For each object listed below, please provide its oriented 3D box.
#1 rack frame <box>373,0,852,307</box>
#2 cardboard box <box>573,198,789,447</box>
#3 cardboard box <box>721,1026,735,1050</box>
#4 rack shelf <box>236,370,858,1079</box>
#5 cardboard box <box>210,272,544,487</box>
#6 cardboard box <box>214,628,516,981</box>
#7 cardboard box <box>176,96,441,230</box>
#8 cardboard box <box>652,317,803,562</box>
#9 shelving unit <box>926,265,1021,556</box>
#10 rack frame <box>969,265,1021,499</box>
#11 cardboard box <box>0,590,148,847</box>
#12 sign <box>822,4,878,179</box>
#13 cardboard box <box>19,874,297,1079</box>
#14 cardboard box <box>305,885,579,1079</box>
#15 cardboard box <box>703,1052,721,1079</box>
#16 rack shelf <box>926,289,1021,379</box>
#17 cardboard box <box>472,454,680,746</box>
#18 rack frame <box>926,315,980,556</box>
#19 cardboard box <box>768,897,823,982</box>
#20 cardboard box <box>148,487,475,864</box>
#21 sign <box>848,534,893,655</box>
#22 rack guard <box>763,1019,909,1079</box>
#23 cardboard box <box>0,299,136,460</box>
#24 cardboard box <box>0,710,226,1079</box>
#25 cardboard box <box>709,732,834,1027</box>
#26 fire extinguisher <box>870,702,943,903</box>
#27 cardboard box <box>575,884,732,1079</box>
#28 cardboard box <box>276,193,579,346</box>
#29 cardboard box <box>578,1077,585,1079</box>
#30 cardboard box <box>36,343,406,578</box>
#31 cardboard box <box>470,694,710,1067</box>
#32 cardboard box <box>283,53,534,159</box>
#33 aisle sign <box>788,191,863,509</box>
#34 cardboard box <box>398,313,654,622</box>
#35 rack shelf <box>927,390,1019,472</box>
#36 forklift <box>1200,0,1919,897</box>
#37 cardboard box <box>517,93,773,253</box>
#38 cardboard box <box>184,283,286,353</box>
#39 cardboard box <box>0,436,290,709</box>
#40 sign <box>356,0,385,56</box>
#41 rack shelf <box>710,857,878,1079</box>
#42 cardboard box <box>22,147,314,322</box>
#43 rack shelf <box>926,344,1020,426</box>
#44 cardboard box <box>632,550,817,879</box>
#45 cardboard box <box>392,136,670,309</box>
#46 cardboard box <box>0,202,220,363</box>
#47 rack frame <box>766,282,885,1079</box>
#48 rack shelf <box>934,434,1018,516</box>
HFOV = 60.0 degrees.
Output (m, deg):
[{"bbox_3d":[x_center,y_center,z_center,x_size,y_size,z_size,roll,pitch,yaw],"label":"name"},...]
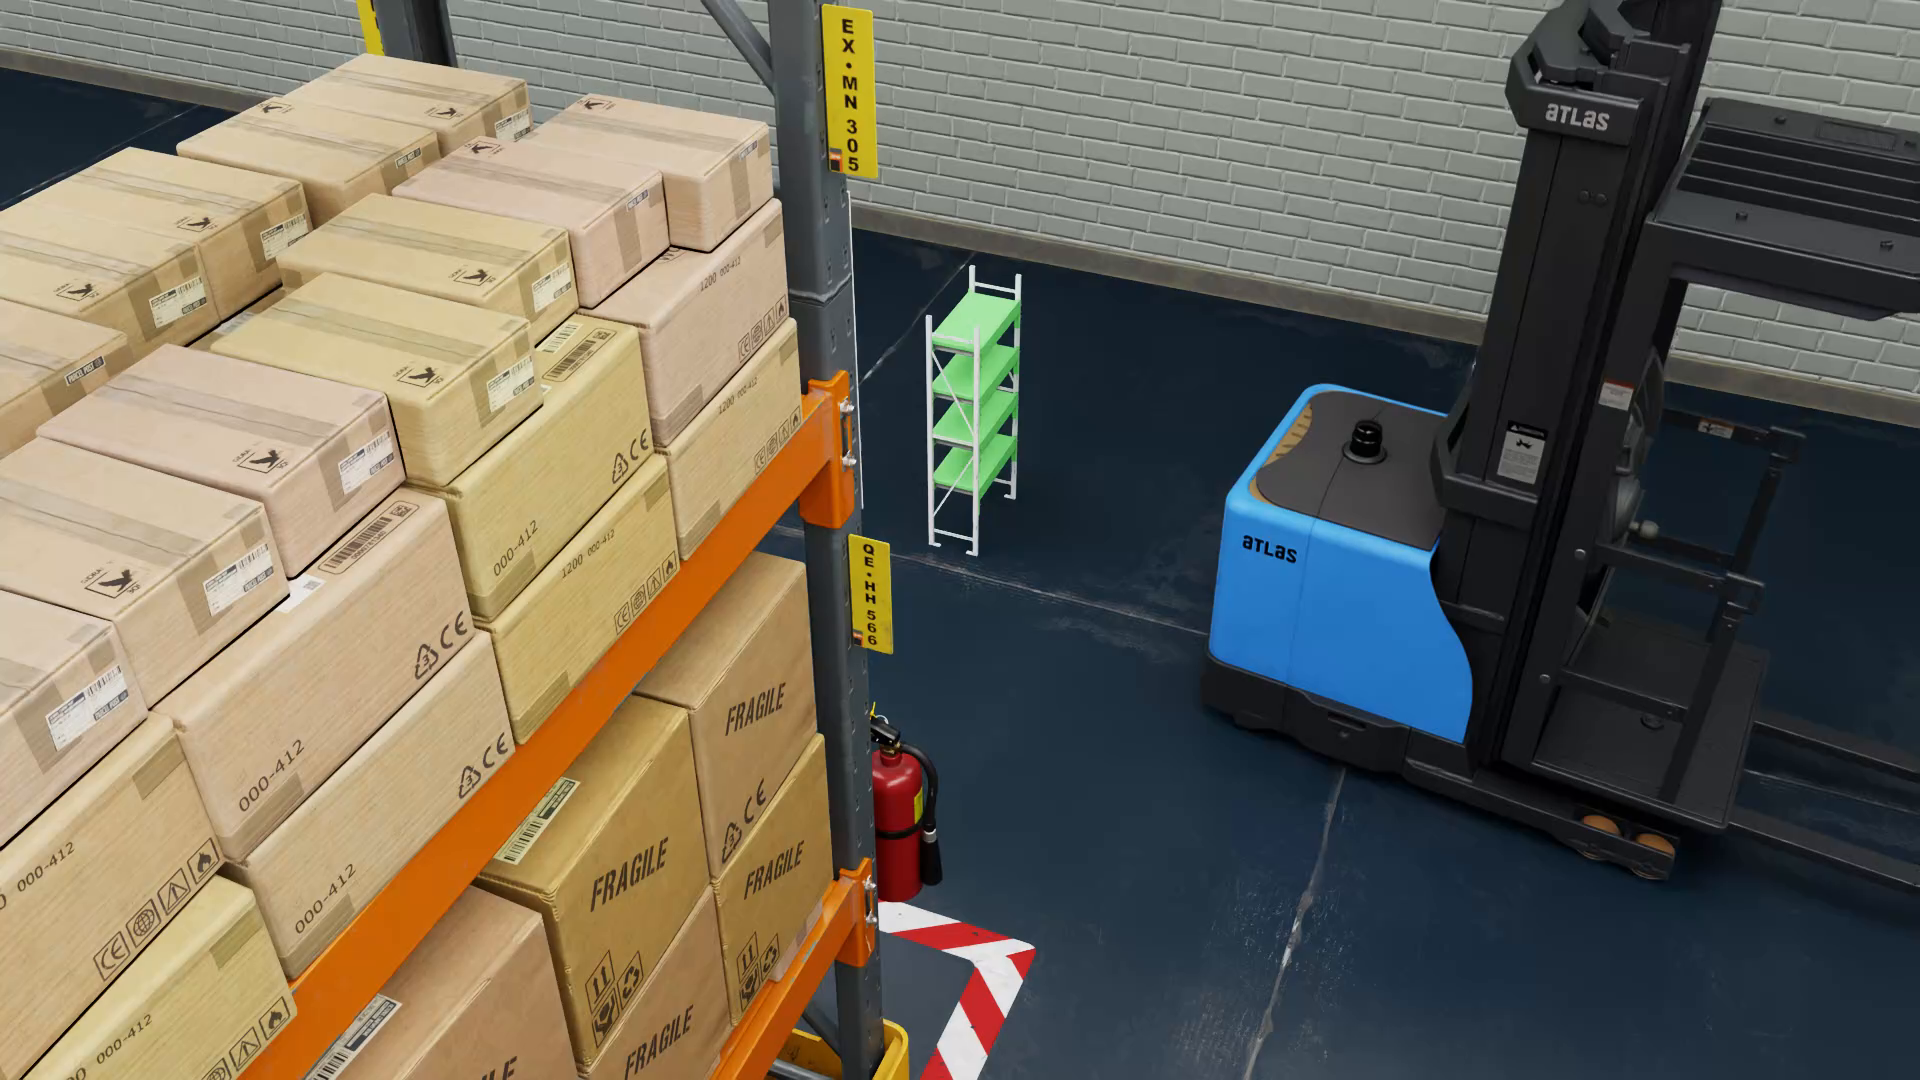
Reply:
[{"bbox_3d":[-0.711,-1.822,2.671,1.000,3.000,0.127,14,39,18],"label":"rack frame"},{"bbox_3d":[-0.651,-0.447,3.045,0.500,0.250,0.500,13,39,16],"label":"cardboard box"},{"bbox_3d":[-0.703,1.056,4.042,0.380,0.149,0.250,14,39,18],"label":"cardboard box"},{"bbox_3d":[-1.472,0.775,2.303,1.077,0.370,4.000,14,39,18],"label":"rack shelf"},{"bbox_3d":[-0.847,-0.242,2.437,0.380,0.149,0.250,14,39,18],"label":"cardboard box"},{"bbox_3d":[-1.028,0.308,2.453,0.500,0.250,0.500,16,39,20],"label":"cardboard box"},{"bbox_3d":[-1.158,-0.656,2.991,0.380,0.149,0.250,15,39,20],"label":"cardboard box"},{"bbox_3d":[-0.639,-0.248,3.196,0.500,0.250,0.500,13,39,17],"label":"cardboard box"},{"bbox_3d":[0.063,-0.572,7.513,0.258,1.200,0.503,14,39,18],"label":"shelving unit"},{"bbox_3d":[0.156,-0.707,7.694,0.240,1.200,0.015,14,39,18],"label":"rack frame"},{"bbox_3d":[-1.172,0.178,1.876,0.380,0.149,0.250,13,39,16],"label":"cardboard box"},{"bbox_3d":[-0.205,-0.837,3.120,0.100,0.325,0.005,14,39,18],"label":"sign"},{"bbox_3d":[-1.212,0.606,2.053,0.500,0.250,0.500,16,40,20],"label":"cardboard box"},{"bbox_3d":[-1.037,0.902,2.871,0.500,0.500,0.500,16,40,20],"label":"cardboard box"},{"bbox_3d":[-0.784,1.198,3.851,0.380,0.149,0.250,13,39,17],"label":"cardboard box"},{"bbox_3d":[0.063,-0.906,7.264,0.258,0.148,0.480,14,39,18],"label":"rack shelf"},{"bbox_3d":[-0.827,0.036,2.816,0.500,0.250,0.500,14,39,18],"label":"cardboard box"},{"bbox_3d":[-0.030,-0.437,7.333,0.240,1.200,0.015,14,39,18],"label":"rack frame"},{"bbox_3d":[-0.574,0.927,4.215,0.380,0.149,0.250,14,39,18],"label":"cardboard box"},{"bbox_3d":[-1.042,0.119,2.288,0.500,0.250,0.500,14,39,18],"label":"cardboard box"},{"bbox_3d":[-0.205,0.128,3.842,0.100,0.325,0.005,14,39,18],"label":"sign"},{"bbox_3d":[-0.740,1.624,5.159,1.175,0.500,0.348,14,39,18],"label":"rack guard"},{"bbox_3d":[-1.423,-0.221,2.409,0.380,0.149,0.250,15,39,19],"label":"cardboard box"},{"bbox_3d":[-1.245,0.396,1.917,0.500,0.250,0.500,12,38,16],"label":"cardboard box"},{"bbox_3d":[-0.644,0.729,3.937,0.500,0.500,0.500,15,39,19],"label":"cardboard box"},{"bbox_3d":[-0.188,0.727,4.648,0.296,0.674,0.183,14,39,18],"label":"fire extinguisher"},{"bbox_3d":[-0.845,1.013,3.557,0.500,0.500,0.500,13,39,17],"label":"cardboard box"},{"bbox_3d":[-0.847,-0.413,2.666,0.380,0.149,0.250,13,39,16],"label":"cardboard box"},{"bbox_3d":[-1.029,1.296,3.178,0.500,0.500,0.500,14,39,18],"label":"cardboard box"},{"bbox_3d":[-1.000,-0.115,2.268,0.380,0.149,0.250,13,39,17],"label":"cardboard box"},{"bbox_3d":[-0.848,0.612,3.259,0.500,0.500,0.500,13,39,16],"label":"cardboard box"},{"bbox_3d":[-1.045,-0.793,3.174,0.380,0.149,0.250,14,39,17],"label":"cardboard box"},{"bbox_3d":[-0.406,-0.432,3.651,0.394,0.787,0.004,14,39,18],"label":"aisle sign"},{"bbox_3d":[-0.844,-0.164,2.666,0.500,0.250,0.500,13,39,17],"label":"cardboard box"},{"bbox_3d":[0.063,-0.521,7.552,0.258,0.148,0.480,14,39,18],"label":"rack shelf"},{"bbox_3d":[2.520,-0.298,5.701,3.031,2.935,1.130,18,41,23],"label":"forklift"},{"bbox_3d":[-0.566,-0.669,3.009,0.380,0.149,0.250,14,39,17],"label":"cardboard box"},{"bbox_3d":[-1.316,-0.287,2.831,0.500,0.250,0.500,13,39,17],"label":"cardboard box"},{"bbox_3d":[-1.082,0.033,2.070,0.380,0.149,0.250,15,39,19],"label":"cardboard box"},{"bbox_3d":[-1.213,-1.094,3.473,0.100,0.325,0.005,14,39,18],"label":"sign"},{"bbox_3d":[-1.472,1.977,3.201,1.077,0.370,4.000,14,39,18],"label":"rack shelf"},{"bbox_3d":[-1.329,-0.522,2.812,0.380,0.149,0.250,14,39,18],"label":"cardboard box"},{"bbox_3d":[0.063,-0.713,7.408,0.258,0.148,0.480,14,39,18],"label":"rack shelf"},{"bbox_3d":[-0.655,0.332,3.634,0.500,0.500,0.500,13,39,17],"label":"cardboard box"},{"bbox_3d":[-0.730,-0.550,2.850,0.380,0.149,0.250,14,39,18],"label":"cardboard box"},{"bbox_3d":[-1.422,-0.388,2.632,0.380,0.149,0.250,14,39,18],"label":"cardboard box"},{"bbox_3d":[-0.711,0.581,4.467,1.000,3.000,0.127,14,39,18],"label":"rack frame"},{"bbox_3d":[0.063,-0.329,7.695,0.258,0.148,0.480,14,39,18],"label":"rack shelf"}]
